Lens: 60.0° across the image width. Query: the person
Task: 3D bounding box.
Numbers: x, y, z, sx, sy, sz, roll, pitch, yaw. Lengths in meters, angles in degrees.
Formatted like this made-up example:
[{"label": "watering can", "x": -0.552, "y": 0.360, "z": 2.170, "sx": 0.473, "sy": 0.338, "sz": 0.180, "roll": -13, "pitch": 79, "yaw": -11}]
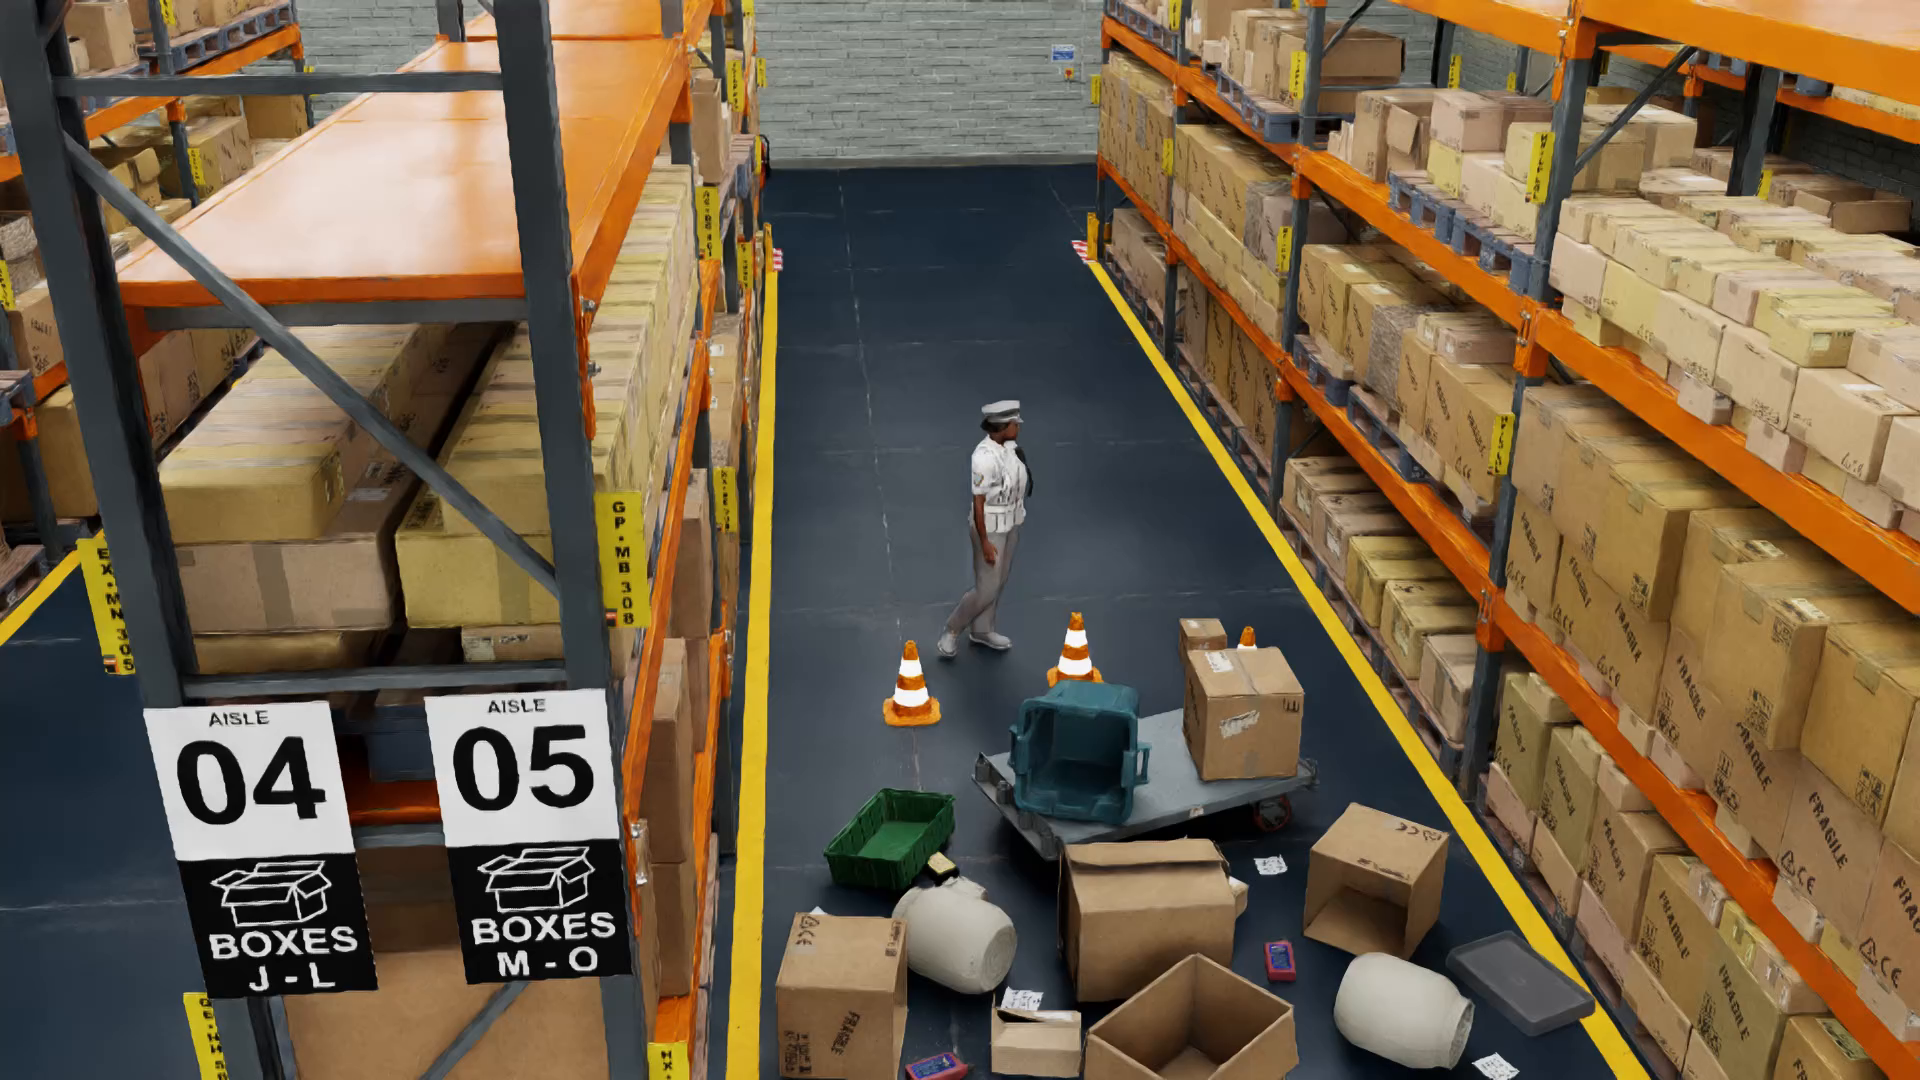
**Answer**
[{"label": "person", "x": 0.148, "y": -0.058, "z": 10.400, "sx": 0.450, "sy": 1.651, "sz": 0.637, "roll": 14, "pitch": 27, "yaw": 29}]
